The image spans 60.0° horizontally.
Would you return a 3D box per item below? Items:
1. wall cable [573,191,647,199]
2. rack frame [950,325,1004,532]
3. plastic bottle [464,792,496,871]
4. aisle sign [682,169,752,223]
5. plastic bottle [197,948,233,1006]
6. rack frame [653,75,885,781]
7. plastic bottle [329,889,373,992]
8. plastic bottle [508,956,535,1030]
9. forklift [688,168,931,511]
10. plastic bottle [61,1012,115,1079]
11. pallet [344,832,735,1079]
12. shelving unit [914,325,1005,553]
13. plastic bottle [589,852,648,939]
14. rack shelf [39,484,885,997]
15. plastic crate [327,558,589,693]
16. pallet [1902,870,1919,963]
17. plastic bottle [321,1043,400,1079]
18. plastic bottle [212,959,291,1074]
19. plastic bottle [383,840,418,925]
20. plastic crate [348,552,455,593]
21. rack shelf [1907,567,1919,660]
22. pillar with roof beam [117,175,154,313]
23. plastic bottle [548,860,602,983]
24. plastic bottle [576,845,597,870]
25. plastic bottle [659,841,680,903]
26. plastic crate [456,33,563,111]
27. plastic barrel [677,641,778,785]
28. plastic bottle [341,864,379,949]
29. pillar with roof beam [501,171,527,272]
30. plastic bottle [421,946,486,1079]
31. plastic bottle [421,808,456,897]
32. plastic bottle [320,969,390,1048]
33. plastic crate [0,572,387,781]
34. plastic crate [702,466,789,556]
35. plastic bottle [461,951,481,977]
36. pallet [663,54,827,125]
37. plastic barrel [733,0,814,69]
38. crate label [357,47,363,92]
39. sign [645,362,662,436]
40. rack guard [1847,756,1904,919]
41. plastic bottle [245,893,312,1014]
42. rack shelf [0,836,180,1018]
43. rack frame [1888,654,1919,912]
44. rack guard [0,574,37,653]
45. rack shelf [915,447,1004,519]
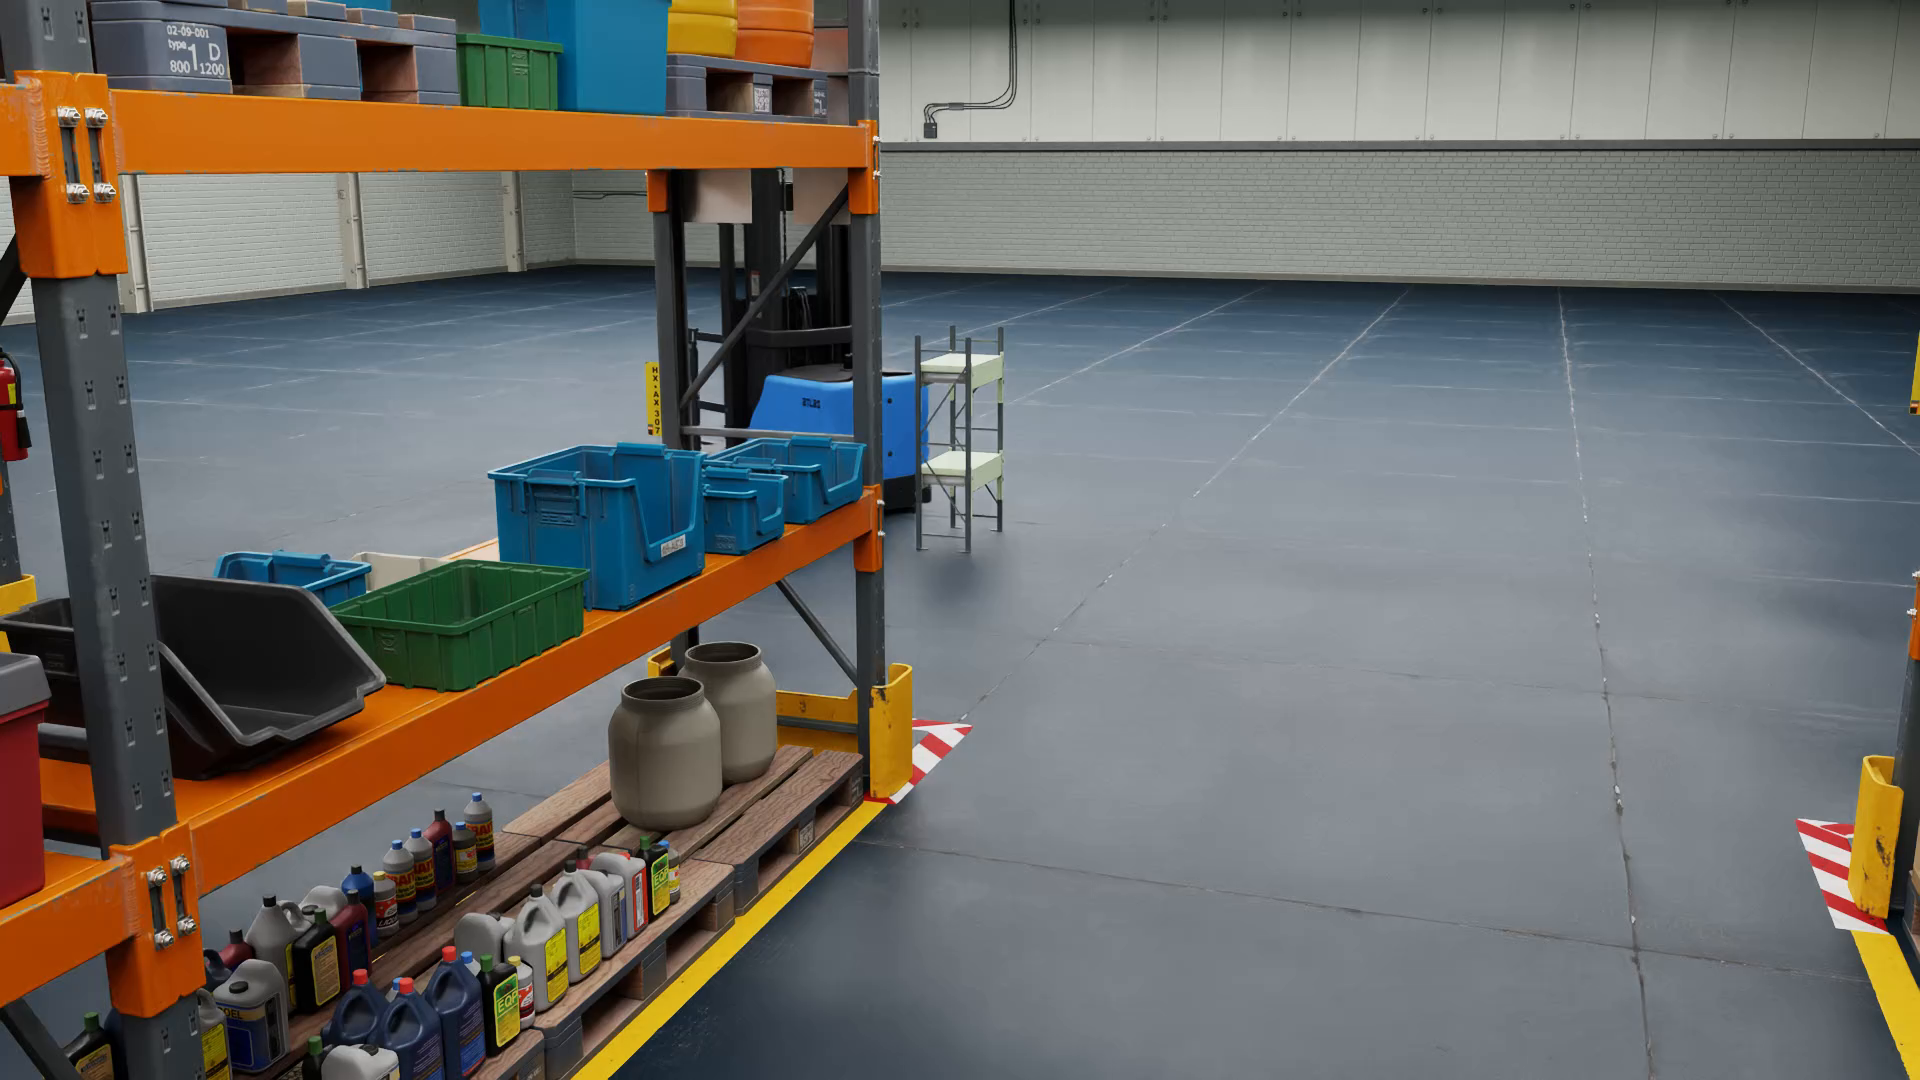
[{"bbox_3d":[-8.750,-10.045,42.754,3.097,2.526,0.112,4,14,18],"label":"wall cable"},{"bbox_3d":[0.121,-0.810,12.165,0.400,1.500,0.023,4,14,18],"label":"rack frame"},{"bbox_3d":[-1.703,1.027,5.889,0.097,0.271,0.097,0,13,0],"label":"plastic bottle"},{"bbox_3d":[-1.075,-1.751,7.078,0.394,0.787,0.004,4,14,18],"label":"aisle sign"},{"bbox_3d":[-2.118,1.275,4.626,0.144,0.351,0.185,4,13,16],"label":"plastic bottle"},{"bbox_3d":[-0.821,-0.448,7.209,1.000,3.000,0.127,4,14,18],"label":"rack frame"},{"bbox_3d":[-1.856,1.213,5.048,0.061,0.283,0.133,4,14,18],"label":"plastic bottle"},{"bbox_3d":[-1.287,1.307,4.823,0.097,0.201,0.097,0,13,0],"label":"plastic bottle"},{"bbox_3d":[-1.592,-1.830,13.420,1.130,2.935,3.031,-12,17,-41],"label":"forklift"},{"bbox_3d":[-2.272,1.379,4.320,0.061,0.283,0.133,5,14,21],"label":"plastic bottle"},{"bbox_3d":[-1.466,1.358,5.564,1.003,0.211,1.213,4,14,18],"label":"pallet"},{"bbox_3d":[0.002,-0.733,11.827,0.431,1.500,0.755,4,14,18],"label":"shelving unit"},{"bbox_3d":[-1.108,1.135,5.406,0.152,0.276,0.135,4,14,19],"label":"plastic bottle"},{"bbox_3d":[-1.468,0.324,5.444,1.077,0.370,4.000,4,14,18],"label":"rack shelf"},{"bbox_3d":[-1.409,0.232,4.705,0.450,0.188,0.662,4,14,18],"label":"plastic crate"},{"bbox_3d":[3.657,1.433,5.234,1.003,0.211,1.213,4,14,18],"label":"pallet"},{"bbox_3d":[-1.519,1.402,4.235,0.152,0.276,0.135,5,14,20],"label":"plastic bottle"},{"bbox_3d":[-1.969,1.317,4.611,0.152,0.276,0.135,4,14,18],"label":"plastic bottle"},{"bbox_3d":[-1.846,1.120,5.480,0.097,0.271,0.097,0,13,0],"label":"plastic bottle"},{"bbox_3d":[-1.830,0.163,5.126,0.530,0.136,0.437,4,14,18],"label":"plastic crate"},{"bbox_3d":[3.217,0.682,3.878,1.077,0.370,4.000,4,14,18],"label":"rack shelf"},{"bbox_3d":[-10.763,-8.197,27.680,9.100,9.000,0.400,4,14,18],"label":"pillar with roof beam"},{"bbox_3d":[-1.203,1.163,5.116,0.144,0.351,0.185,5,14,21],"label":"plastic bottle"},{"bbox_3d":[-1.209,1.124,5.439,0.061,0.283,0.133,4,14,18],"label":"plastic bottle"},{"bbox_3d":[-1.001,1.120,5.638,0.097,0.201,0.097,0,13,0],"label":"plastic bottle"},{"bbox_3d":[-1.347,-1.277,4.578,0.336,0.188,0.450,4,14,18],"label":"plastic crate"},{"bbox_3d":[-0.962,0.705,6.807,0.421,0.512,0.421,0,13,0],"label":"plastic barrel"},{"bbox_3d":[-1.912,1.163,5.294,0.097,0.271,0.097,0,13,0],"label":"plastic bottle"},{"bbox_3d":[-6.881,-10.724,38.750,9.100,9.000,0.548,4,14,18],"label":"pillar with roof beam"},{"bbox_3d":[-1.401,1.292,4.552,0.144,0.351,0.185,4,13,16],"label":"plastic bottle"},{"bbox_3d":[-1.793,1.068,5.685,0.061,0.283,0.133,5,14,19],"label":"plastic bottle"},{"bbox_3d":[-1.598,1.321,4.424,0.144,0.351,0.185,4,14,18],"label":"plastic bottle"},{"bbox_3d":[-1.826,0.324,3.968,0.767,0.338,0.504,4,14,18],"label":"plastic crate"},{"bbox_3d":[-0.916,-0.112,6.072,0.499,0.251,0.408,4,14,18],"label":"plastic crate"},{"bbox_3d":[-1.388,1.297,4.709,0.097,0.271,0.097,0,13,0],"label":"plastic bottle"},{"bbox_3d":[-1.181,-1.651,6.163,1.003,0.211,1.213,4,14,18],"label":"pallet"},{"bbox_3d":[-0.858,-2.213,6.292,0.600,0.830,0.708,4,14,18],"label":"plastic barrel"},{"bbox_3d":[-1.739,-1.467,5.269,0.502,0.251,0.408,4,14,18],"label":"crate label"},{"bbox_3d":[-1.340,-0.623,7.355,0.100,0.325,0.005,4,14,18],"label":"sign"},{"bbox_3d":[3.872,1.123,5.943,1.175,0.500,0.348,4,14,18],"label":"rack guard"},{"bbox_3d":[-2.013,1.207,4.924,0.144,0.351,0.185,4,14,18],"label":"plastic bottle"},{"bbox_3d":[-2.763,1.166,1.754,1.077,0.370,4.000,4,14,18],"label":"rack shelf"},{"bbox_3d":[3.864,-0.090,5.643,1.000,3.000,0.127,4,14,18],"label":"rack frame"},{"bbox_3d":[-5.532,0.430,8.979,1.175,0.500,0.348,4,14,18],"label":"rack guard"},{"bbox_3d":[0.002,-0.415,11.900,0.431,0.370,0.720,4,14,18],"label":"rack shelf"}]
